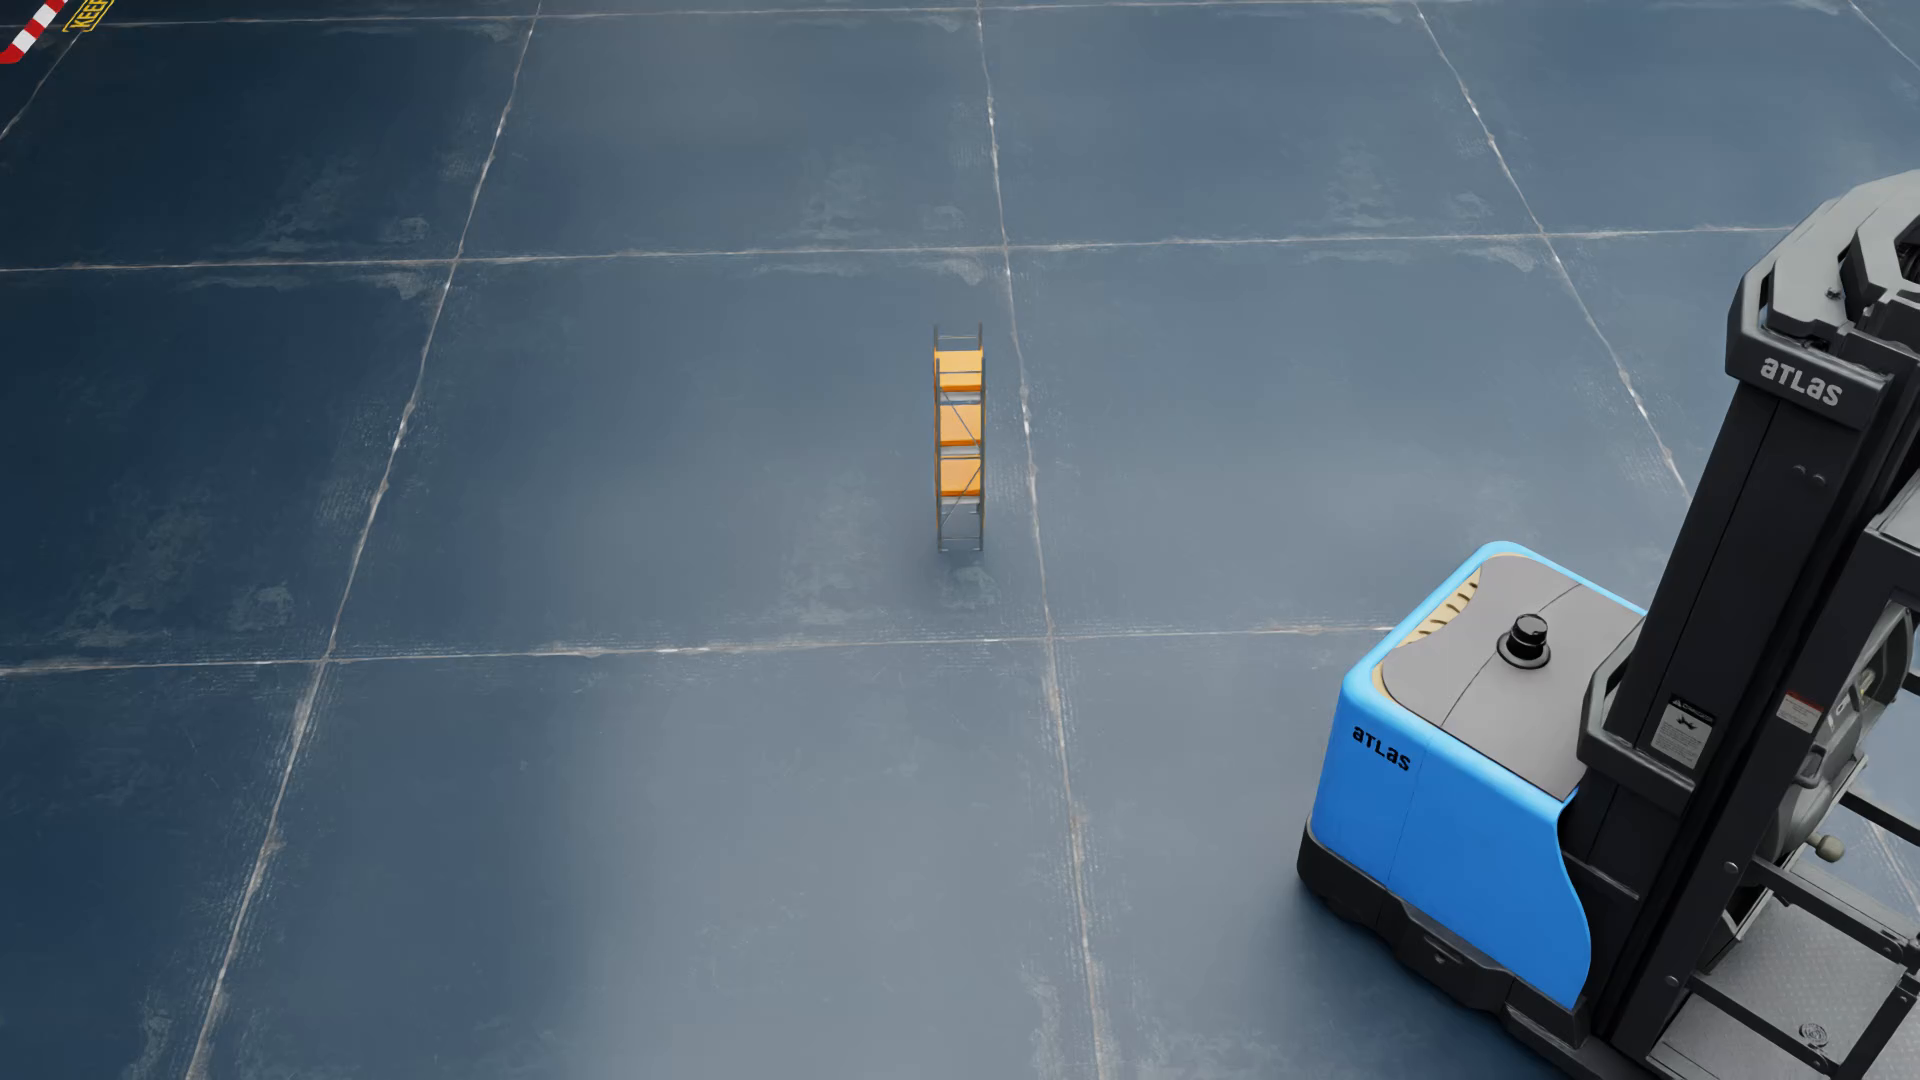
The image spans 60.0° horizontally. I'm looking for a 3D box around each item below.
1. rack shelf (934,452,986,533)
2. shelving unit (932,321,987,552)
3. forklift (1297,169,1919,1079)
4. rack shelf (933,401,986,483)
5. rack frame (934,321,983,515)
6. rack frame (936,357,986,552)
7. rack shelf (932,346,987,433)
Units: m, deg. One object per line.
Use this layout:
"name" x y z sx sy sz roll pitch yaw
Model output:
"rack shelf" -0.002 -0.210 7.279 0.215 0.259 0.240 -2 43 -2
"shelving unit" -0.002 -0.423 7.084 0.215 1.050 0.252 -2 43 -2
"forklift" 2.629 0.611 4.564 3.031 2.935 1.130 33 52 31
"rack shelf" -0.002 -0.415 7.092 0.215 0.259 0.240 -2 43 -2
"rack frame" -0.007 -0.506 7.174 0.200 1.050 0.008 -2 43 -2
"rack frame" 0.003 -0.341 6.994 0.200 1.050 0.008 -2 43 -2
"rack shelf" -0.002 -0.625 6.900 0.215 0.259 0.240 -2 43 -2
